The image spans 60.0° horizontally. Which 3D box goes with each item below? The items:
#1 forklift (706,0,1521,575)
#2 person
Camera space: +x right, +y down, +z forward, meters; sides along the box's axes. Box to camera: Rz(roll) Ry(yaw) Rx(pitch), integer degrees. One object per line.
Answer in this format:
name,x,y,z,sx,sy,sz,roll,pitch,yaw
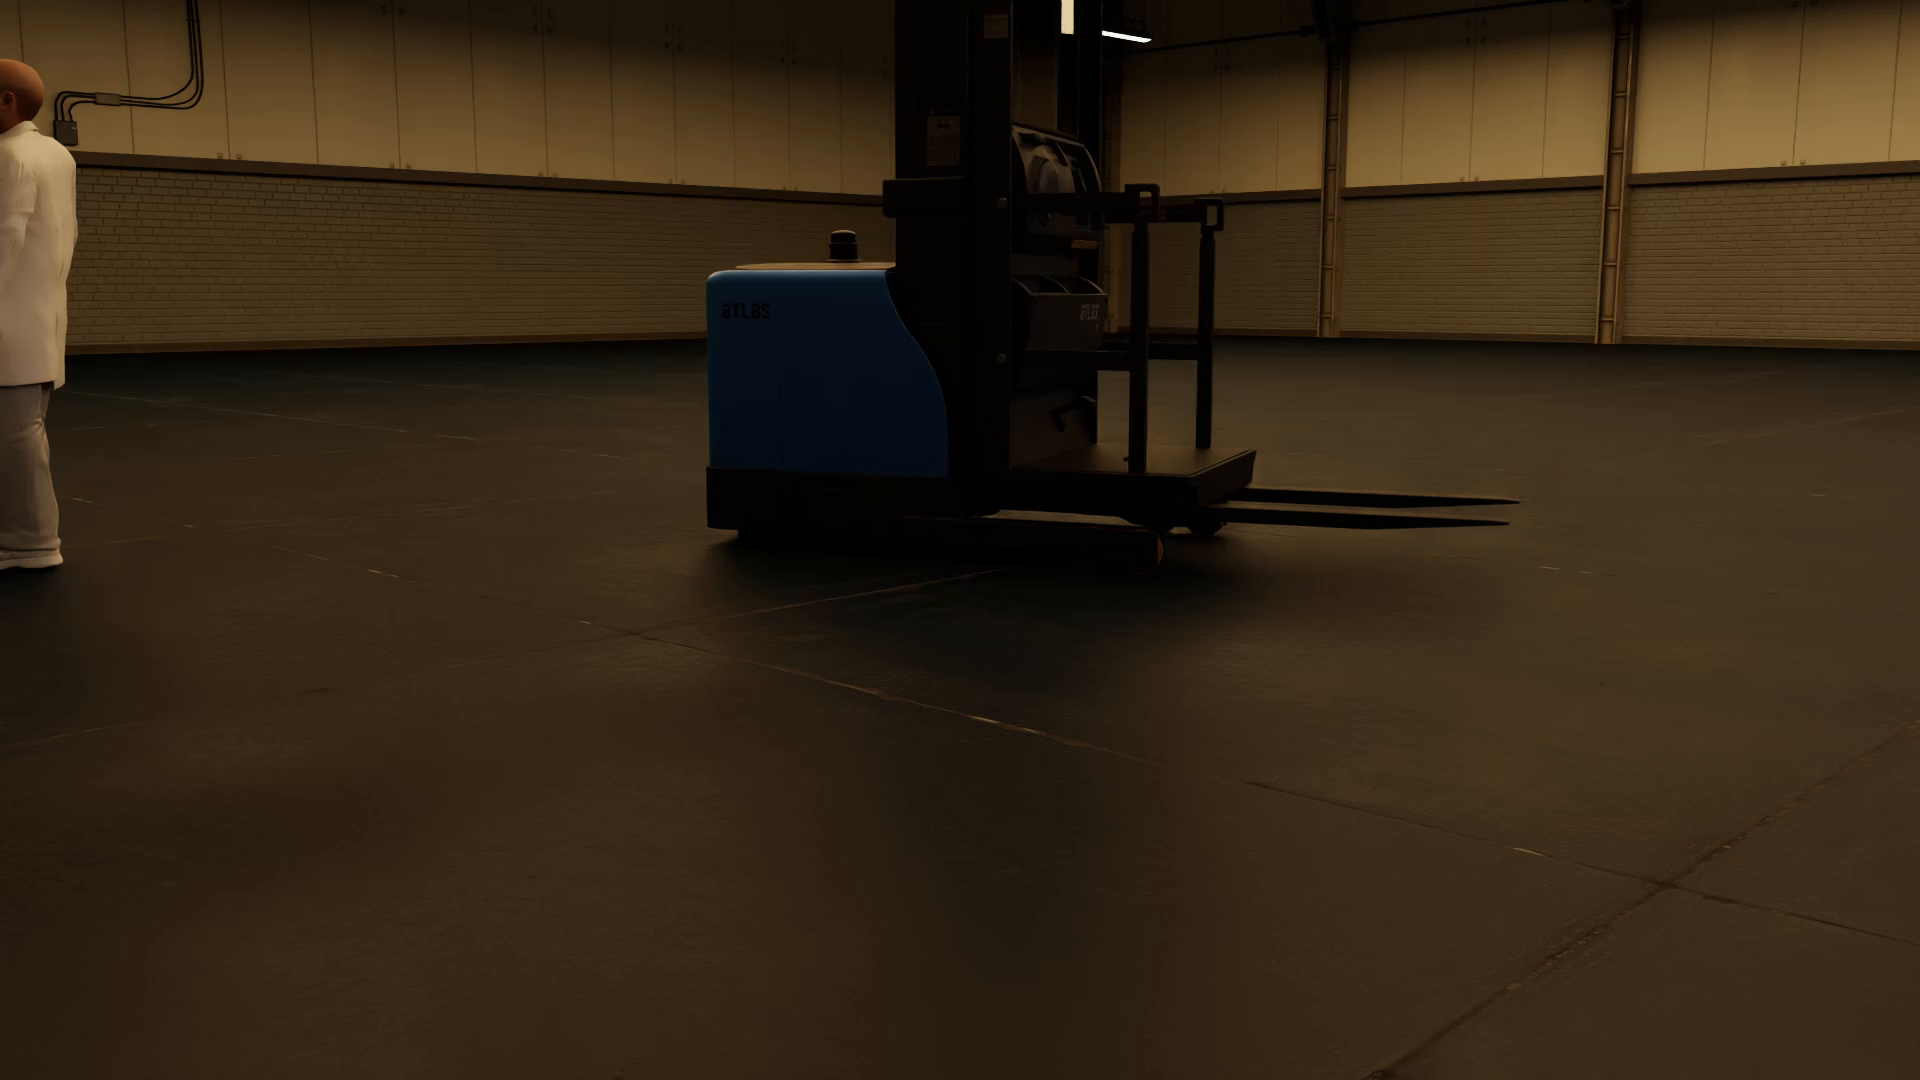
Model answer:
forklift,0.565,-1.416,6.275,3.031,2.935,1.130,3,9,22
person,-3.441,-0.777,5.865,0.580,1.777,0.694,-2,9,-10
